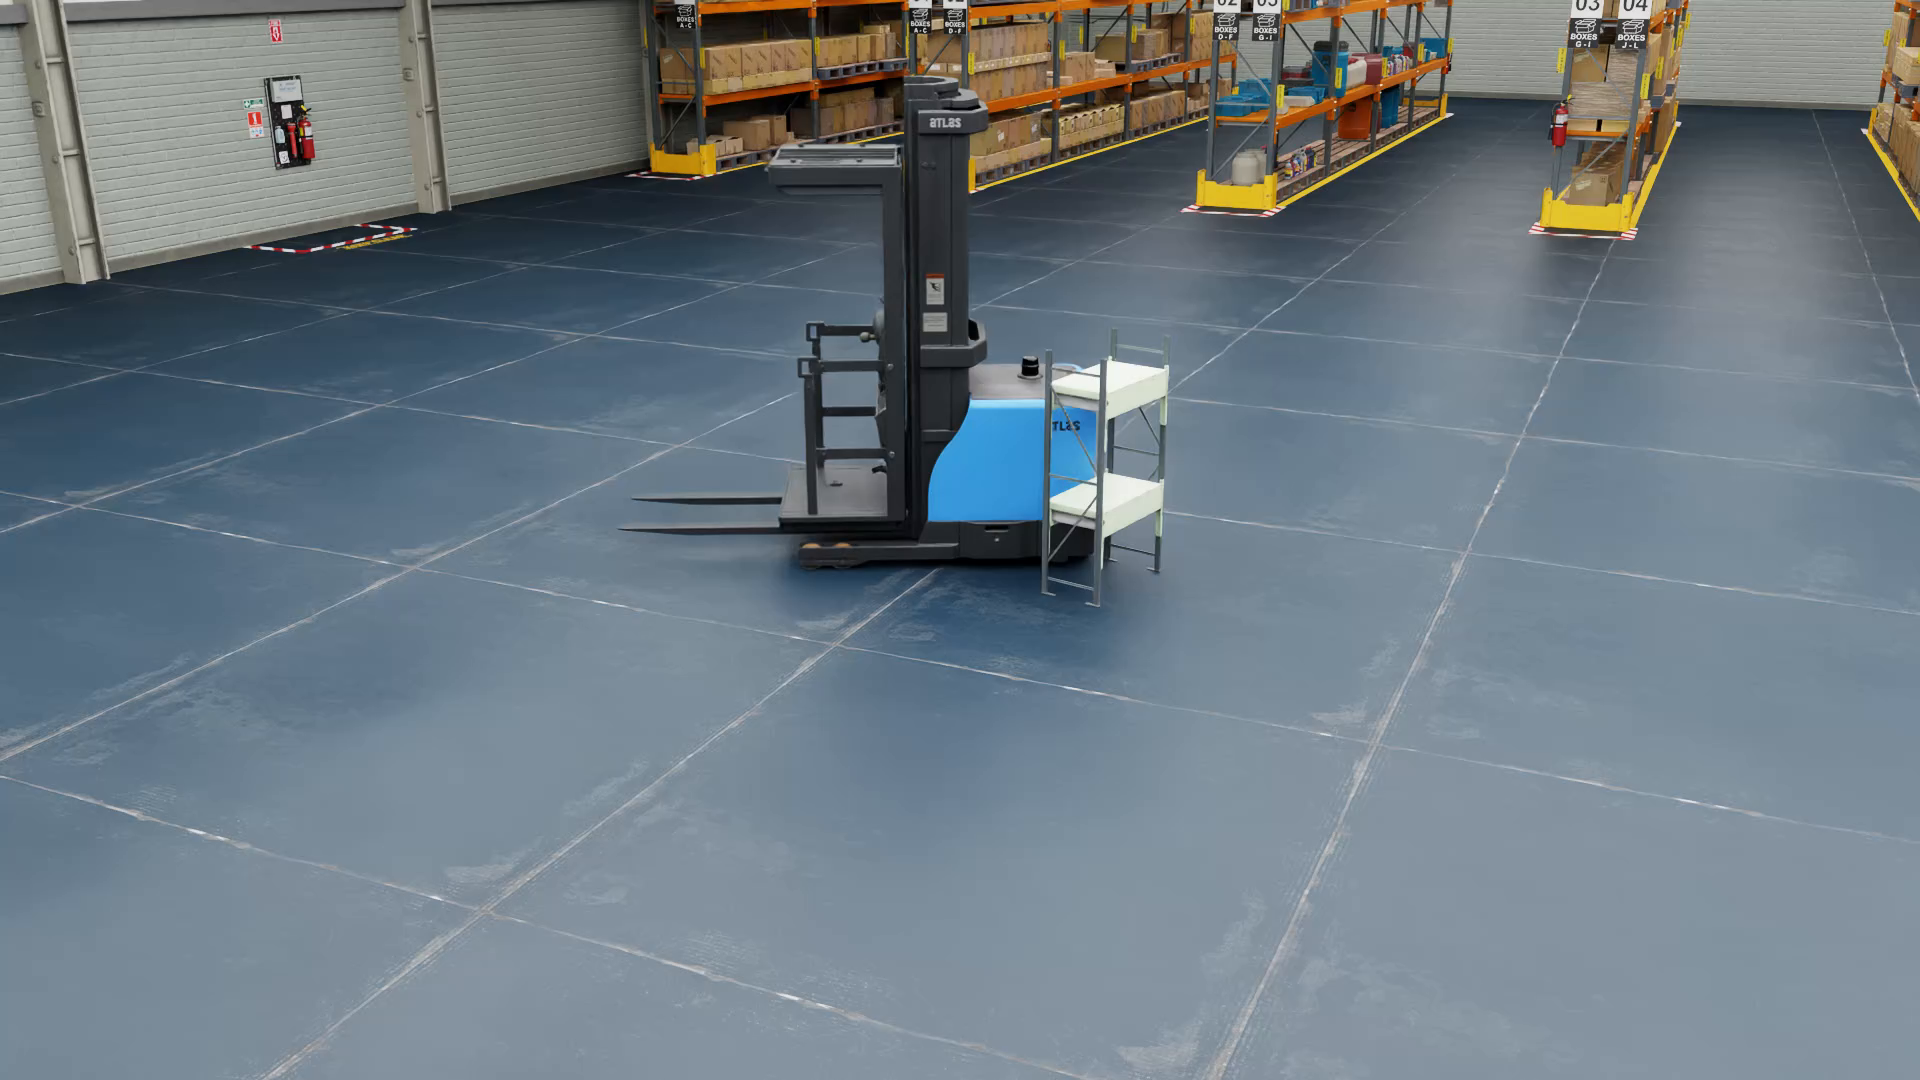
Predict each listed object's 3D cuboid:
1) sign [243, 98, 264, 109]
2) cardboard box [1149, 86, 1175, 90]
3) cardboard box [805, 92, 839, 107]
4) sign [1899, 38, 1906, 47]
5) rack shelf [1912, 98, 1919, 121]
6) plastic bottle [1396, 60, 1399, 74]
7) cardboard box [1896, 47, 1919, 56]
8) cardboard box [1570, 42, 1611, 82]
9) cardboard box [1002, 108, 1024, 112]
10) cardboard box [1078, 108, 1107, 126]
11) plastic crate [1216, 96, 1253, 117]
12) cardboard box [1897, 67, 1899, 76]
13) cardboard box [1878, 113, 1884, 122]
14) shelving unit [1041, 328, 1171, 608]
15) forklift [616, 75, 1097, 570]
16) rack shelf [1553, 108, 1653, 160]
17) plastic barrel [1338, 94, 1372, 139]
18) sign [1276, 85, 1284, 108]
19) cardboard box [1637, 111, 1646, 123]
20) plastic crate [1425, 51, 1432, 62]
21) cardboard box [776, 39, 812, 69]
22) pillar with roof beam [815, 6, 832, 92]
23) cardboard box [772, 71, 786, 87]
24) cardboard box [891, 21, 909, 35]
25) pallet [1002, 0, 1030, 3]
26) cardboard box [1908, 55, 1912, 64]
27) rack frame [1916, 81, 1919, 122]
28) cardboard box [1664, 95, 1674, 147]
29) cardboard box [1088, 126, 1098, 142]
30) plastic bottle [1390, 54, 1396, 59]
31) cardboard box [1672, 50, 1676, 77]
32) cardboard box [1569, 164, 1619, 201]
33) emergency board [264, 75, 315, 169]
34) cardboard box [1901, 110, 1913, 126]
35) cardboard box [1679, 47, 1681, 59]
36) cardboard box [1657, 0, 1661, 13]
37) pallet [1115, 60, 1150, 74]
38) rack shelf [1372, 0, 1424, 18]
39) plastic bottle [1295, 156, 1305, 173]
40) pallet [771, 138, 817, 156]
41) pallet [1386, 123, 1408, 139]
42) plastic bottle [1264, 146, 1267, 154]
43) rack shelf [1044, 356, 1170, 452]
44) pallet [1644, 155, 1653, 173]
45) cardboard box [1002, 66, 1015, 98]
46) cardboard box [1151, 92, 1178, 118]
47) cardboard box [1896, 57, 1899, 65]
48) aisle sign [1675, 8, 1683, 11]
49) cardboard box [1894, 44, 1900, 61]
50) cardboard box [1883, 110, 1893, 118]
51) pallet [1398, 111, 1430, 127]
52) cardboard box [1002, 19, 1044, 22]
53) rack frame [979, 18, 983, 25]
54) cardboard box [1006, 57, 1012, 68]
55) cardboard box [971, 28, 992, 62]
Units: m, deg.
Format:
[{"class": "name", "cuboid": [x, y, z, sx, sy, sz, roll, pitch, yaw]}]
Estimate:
[{"class": "sign", "cuboid": [-9.166, -5.664, 21.574, 0.001, 0.109, 0.331, 9, 21, 23]}, {"class": "cardboard box", "cuboid": [4.560, -10.036, 37.787, 0.500, 0.500, 0.500, 9, 21, 23]}, {"class": "cardboard box", "cuboid": [-2.748, -8.772, 33.112, 0.500, 0.250, 0.500, 8, 21, 22]}, {"class": "sign", "cuboid": [17.607, -9.202, 31.074, 0.100, 0.325, 0.005, 9, 21, 23]}, {"class": "rack shelf", "cuboid": [15.648, -6.549, 25.980, 1.077, 0.370, 4.000, 9, 21, 23]}, {"class": "plastic bottle", "cuboid": [8.730, -9.512, 33.423, 0.152, 0.276, 0.135, 9, 21, 23]}, {"class": "cardboard box", "cuboid": [17.524, -9.024, 30.727, 0.380, 0.149, 0.250, 10, 22, 25]}, {"class": "cardboard box", "cuboid": [8.707, -6.625, 23.036, 0.500, 0.500, 0.500, 9, 21, 23]}, {"class": "cardboard box", "cuboid": [0.834, -7.505, 29.953, 0.500, 0.500, 0.500, 9, 21, 23]}, {"class": "cardboard box", "cuboid": [2.542, -8.230, 32.273, 0.500, 0.311, 0.500, 8, 21, 22]}, {"class": "plastic crate", "cuboid": [4.121, -6.568, 25.184, 0.499, 0.251, 0.616, 9, 21, 23]}, {"class": "cardboard box", "cuboid": [17.103, -8.428, 29.939, 0.380, 0.149, 0.250, 8, 21, 20]}, {"class": "cardboard box", "cuboid": [18.907, -8.588, 33.824, 0.380, 0.149, 0.250, 9, 22, 24]}, {"class": "shelving unit", "cuboid": [0.874, -0.447, 9.987, 0.431, 1.500, 0.755, 14, 24, 33]}, {"class": "forklift", "cuboid": [-0.669, -1.372, 10.453, 3.031, 2.935, 1.130, -1, 20, -2]}, {"class": "rack shelf", "cuboid": [9.527, -6.037, 24.542, 1.077, 0.370, 4.000, 9, 21, 23]}, {"class": "plastic barrel", "cuboid": [7.650, -8.217, 32.210, 0.600, 0.830, 0.708, 9, 21, 23]}, {"class": "sign", "cuboid": [4.689, -6.498, 24.351, 0.100, 0.325, 0.005, 9, 21, 23]}, {"class": "cardboard box", "cuboid": [9.745, -6.146, 24.149, 0.380, 0.149, 0.250, 9, 21, 23]}, {"class": "plastic crate", "cuboid": [10.134, -10.622, 36.520, 0.416, 0.233, 0.300, 9, 21, 23]}, {"class": "cardboard box", "cuboid": [-3.123, -9.132, 31.244, 0.500, 0.500, 0.500, 8, 21, 23]}, {"class": "pillar with roof beam", "cuboid": [1.033, -12.207, 31.862, 9.100, 9.000, 0.400, 9, 21, 23]}, {"class": "cardboard box", "cuboid": [-3.532, -8.472, 30.508, 0.500, 0.250, 0.500, 8, 21, 22]}, {"class": "cardboard box", "cuboid": [-1.140, -10.912, 35.432, 0.500, 0.250, 0.500, 9, 22, 24]}, {"class": "pallet", "cuboid": [0.483, -9.084, 27.690, 1.003, 0.211, 1.213, 9, 21, 23]}, {"class": "cardboard box", "cuboid": [16.355, -8.148, 28.263, 0.380, 0.149, 0.250, 8, 21, 22]}, {"class": "rack frame", "cuboid": [16.467, -7.499, 27.578, 1.000, 3.000, 0.127, 9, 21, 23]}, {"class": "cardboard box", "cuboid": [12.657, -7.887, 31.213, 1.225, 0.875, 0.875, 9, 21, 23]}, {"class": "cardboard box", "cuboid": [2.330, -7.810, 31.929, 0.500, 0.250, 0.500, 9, 21, 24]}, {"class": "plastic bottle", "cuboid": [8.818, -9.727, 33.917, 0.144, 0.351, 0.185, 9, 21, 23]}, {"class": "cardboard box", "cuboid": [13.679, -9.300, 32.493, 0.500, 0.500, 0.500, 9, 21, 23]}, {"class": "cardboard box", "cuboid": [9.192, -5.161, 24.108, 0.500, 0.500, 0.500, 15, 25, 37]}, {"class": "emergency board", "cuboid": [-8.855, -5.552, 22.104, 0.194, 1.169, 0.643, 9, 21, 23]}, {"class": "cardboard box", "cuboid": [16.928, -7.426, 29.359, 0.500, 0.250, 0.500, 9, 22, 24]}, {"class": "cardboard box", "cuboid": [15.095, -10.386, 35.476, 0.500, 0.250, 0.500, 8, 21, 22]}, {"class": "cardboard box", "cuboid": [9.761, -7.688, 23.858, 0.500, 0.250, 0.500, 9, 22, 24]}, {"class": "pallet", "cuboid": [3.161, -9.697, 34.046, 1.213, 0.211, 1.003, 9, 21, 23]}, {"class": "rack shelf", "cuboid": [8.284, -10.576, 32.827, 1.077, 0.370, 4.000, 9, 21, 23]}, {"class": "plastic bottle", "cuboid": [5.545, -6.148, 27.189, 0.152, 0.276, 0.135, 9, 21, 24]}, {"class": "pallet", "cuboid": [-3.454, -7.503, 31.750, 1.003, 0.211, 1.213, 9, 21, 23]}, {"class": "pallet", "cuboid": [8.749, -8.569, 34.748, 1.003, 0.211, 1.213, 9, 21, 23]}, {"class": "plastic bottle", "cuboid": [5.118, -6.437, 27.888, 0.144, 0.351, 0.185, 9, 22, 24]}, {"class": "rack shelf", "cuboid": [0.874, -0.815, 9.857, 0.431, 0.370, 0.720, 14, 24, 33]}, {"class": "pallet", "cuboid": [11.662, -6.658, 29.375, 1.003, 0.211, 1.213, 9, 21, 23]}, {"class": "cardboard box", "cuboid": [0.506, -7.787, 28.239, 0.700, 0.500, 0.500, 9, 22, 24]}, {"class": "cardboard box", "cuboid": [4.435, -9.483, 36.231, 0.500, 0.500, 0.500, 9, 21, 23]}, {"class": "cardboard box", "cuboid": [17.315, -8.726, 30.332, 0.380, 0.149, 0.250, 9, 22, 24]}, {"class": "aisle sign", "cuboid": [15.563, -11.862, 35.966, 0.394, 0.787, 0.004, 9, 21, 23]}, {"class": "cardboard box", "cuboid": [18.259, -9.254, 31.921, 0.500, 0.500, 0.500, 8, 21, 21]}, {"class": "cardboard box", "cuboid": [18.481, -8.410, 32.880, 0.380, 0.149, 0.250, 8, 21, 21]}, {"class": "pallet", "cuboid": [9.867, -9.403, 37.095, 1.003, 0.211, 1.213, 9, 21, 23]}, {"class": "cardboard box", "cuboid": [1.503, -12.679, 41.696, 0.980, 0.700, 0.700, 10, 22, 25]}, {"class": "rack frame", "cuboid": [0.065, -11.472, 38.750, 1.000, 3.000, 0.127, 9, 21, 23]}, {"class": "cardboard box", "cuboid": [0.659, -8.038, 27.977, 0.380, 0.149, 0.250, 9, 21, 23]}, {"class": "cardboard box", "cuboid": [0.107, -8.102, 27.189, 0.700, 0.500, 0.500, 8, 21, 21]}]
